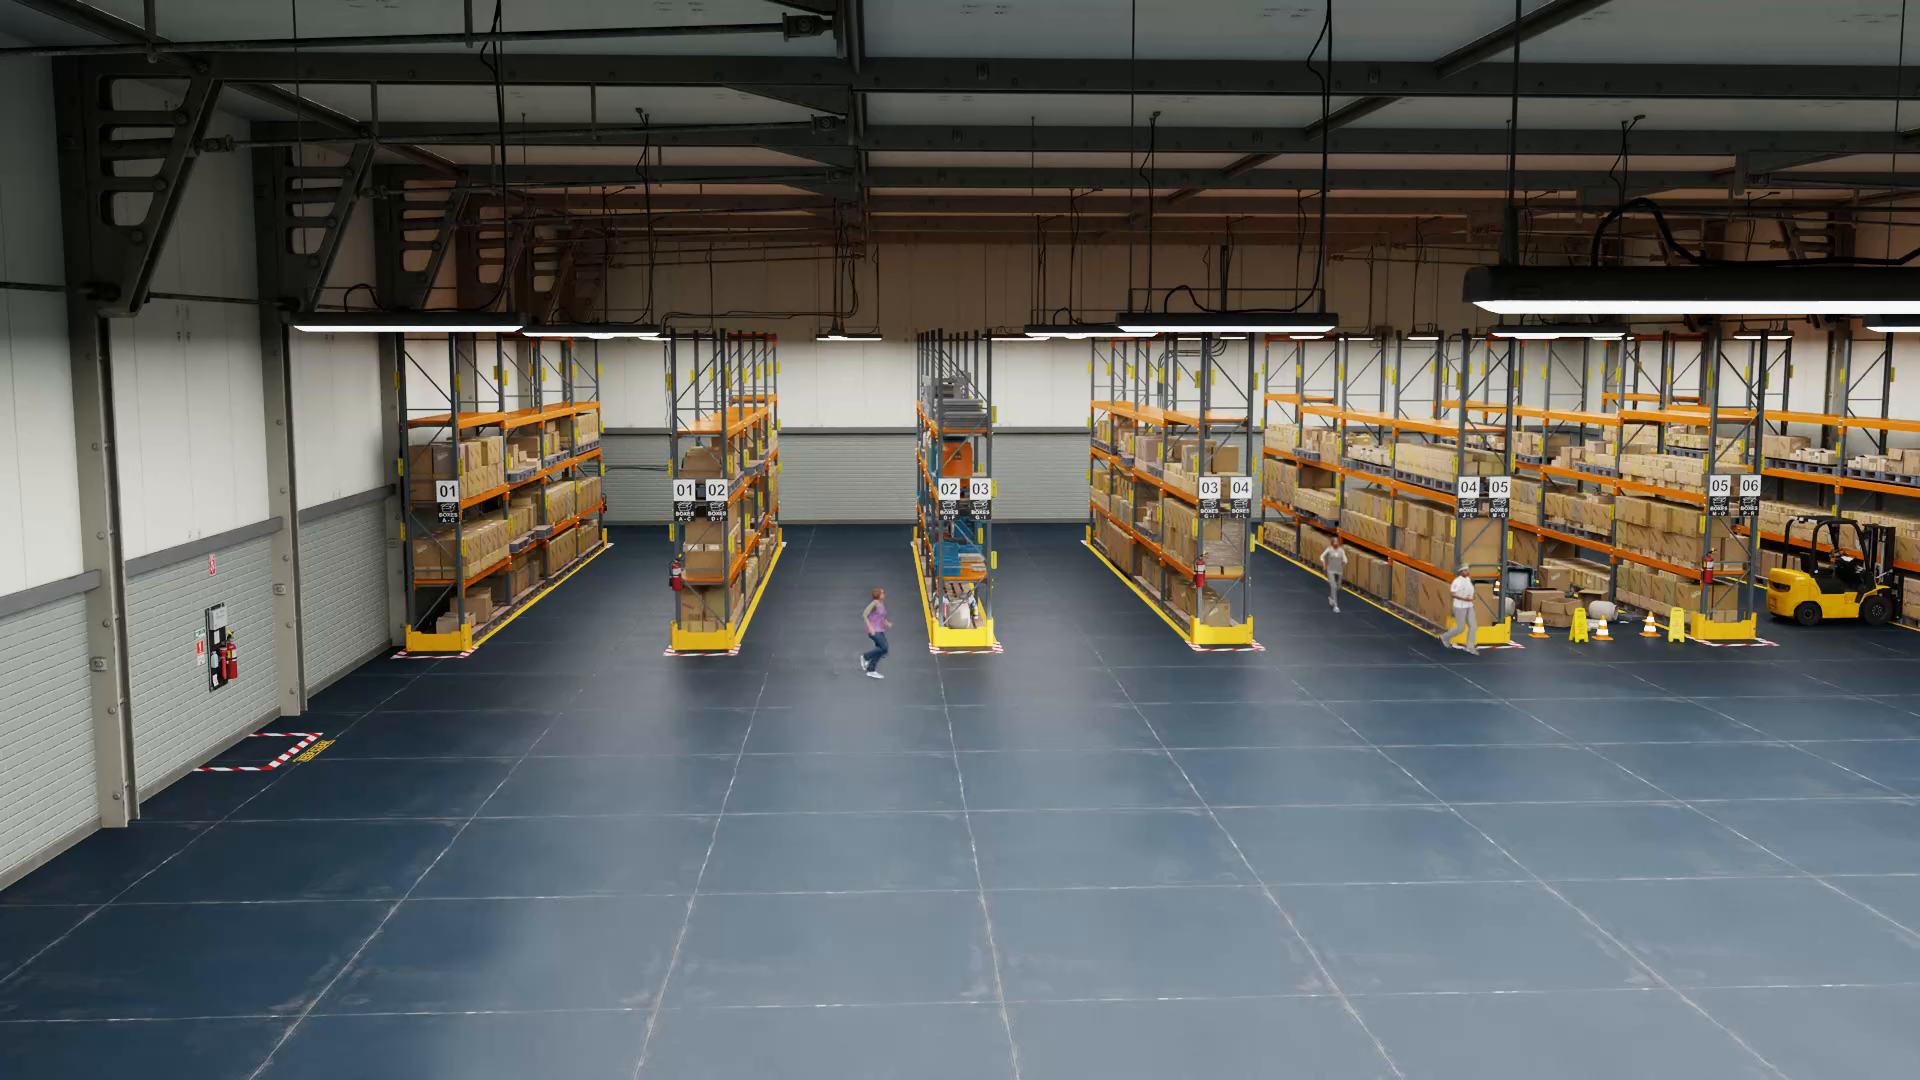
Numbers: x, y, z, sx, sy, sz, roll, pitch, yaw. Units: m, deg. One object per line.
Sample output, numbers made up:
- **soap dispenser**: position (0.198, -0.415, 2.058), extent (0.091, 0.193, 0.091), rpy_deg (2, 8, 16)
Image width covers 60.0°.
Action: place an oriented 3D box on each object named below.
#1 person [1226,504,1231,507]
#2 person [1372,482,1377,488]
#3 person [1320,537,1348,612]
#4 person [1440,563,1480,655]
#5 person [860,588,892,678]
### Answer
- **person**: position (7.683, -0.812, 48.609), extent (0.829, 1.742, 0.651), rpy_deg (7, 9, 44)
- **person**: position (12.362, -0.943, 49.402), extent (0.601, 1.699, 0.691), rpy_deg (0, 7, -4)
- **person**: position (8.032, 0.725, 35.683), extent (0.538, 1.558, 0.893), rpy_deg (-1, 7, -6)
- **person**: position (9.308, 1.263, 30.866), extent (0.591, 1.713, 0.759), rpy_deg (-5, 8, -37)
- **person**: position (-1.442, 1.590, 28.646), extent (0.525, 1.558, 0.549), rpy_deg (2, 7, 15)
